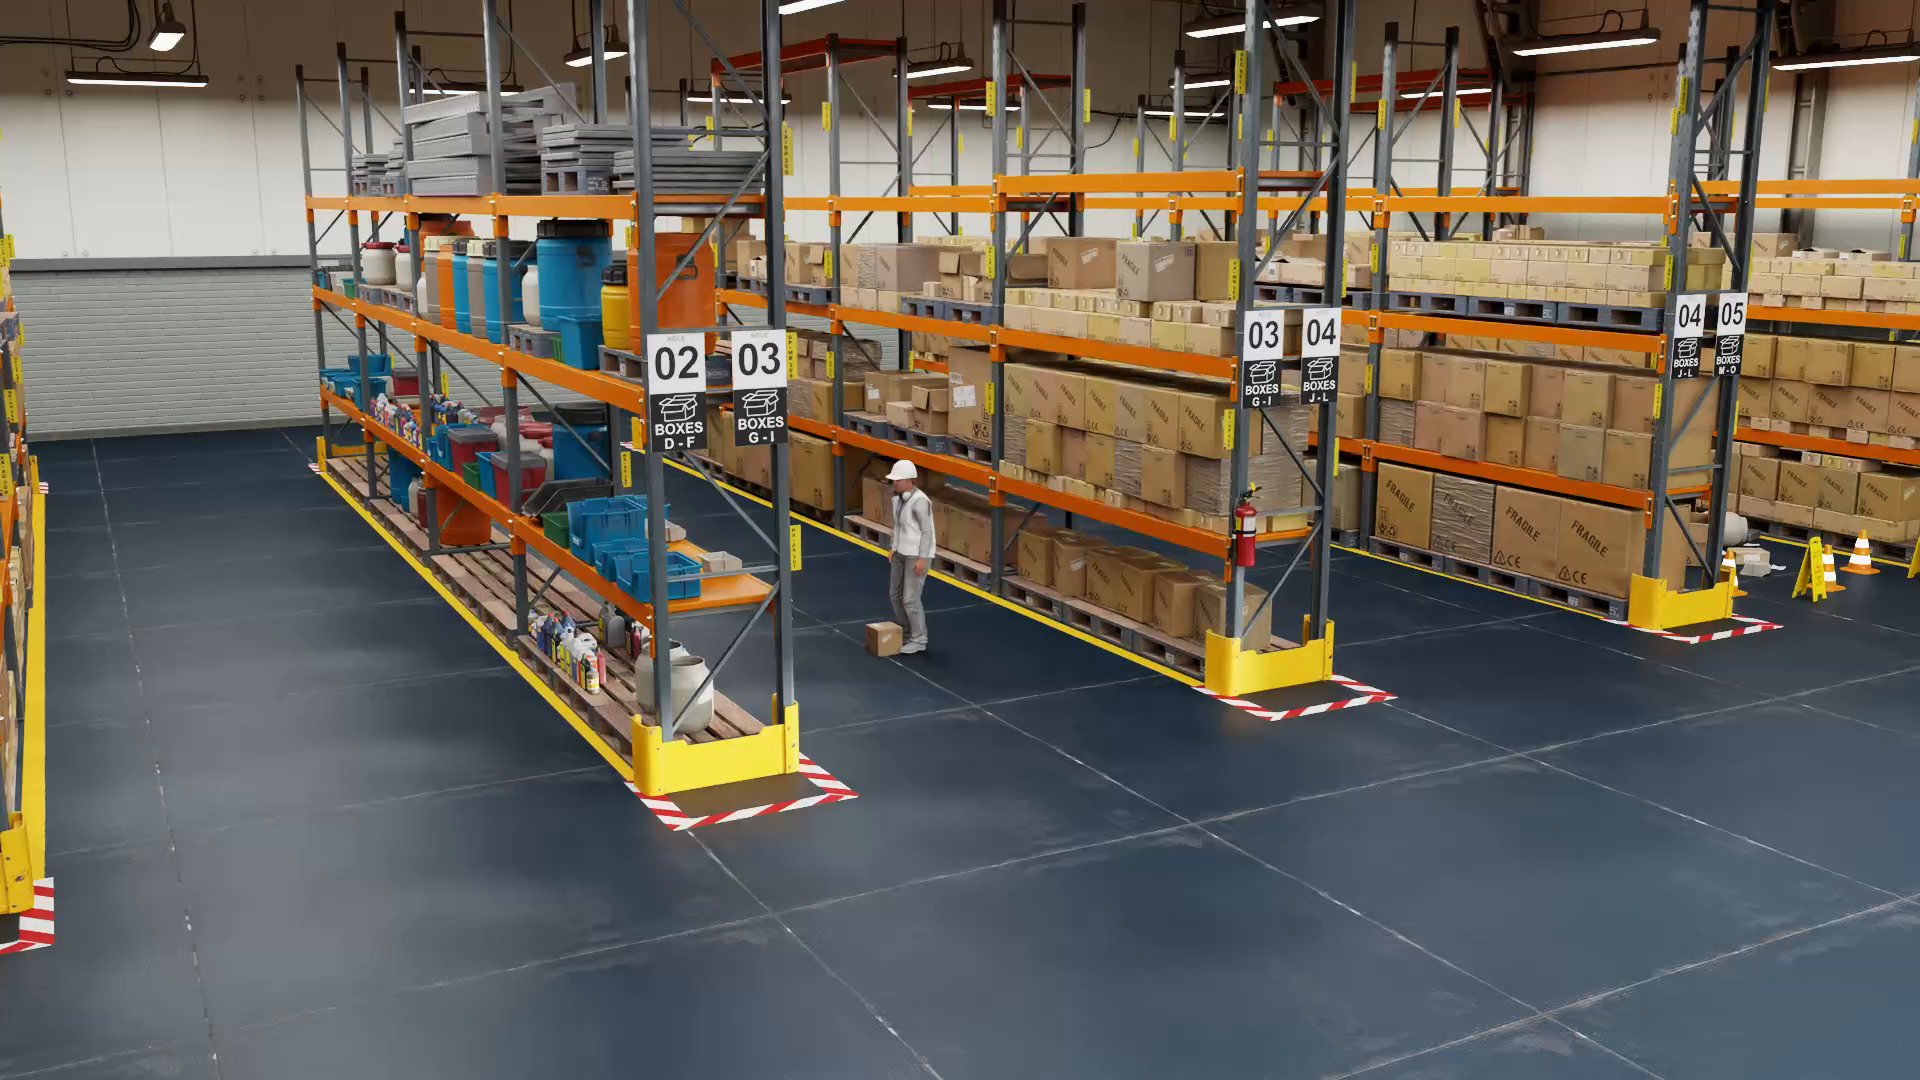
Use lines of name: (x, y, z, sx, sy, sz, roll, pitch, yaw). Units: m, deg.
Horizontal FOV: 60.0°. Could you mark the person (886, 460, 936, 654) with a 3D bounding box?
person: (-0.468, 0.136, 15.222, 0.465, 1.769, 0.582, -7, 14, -31)
